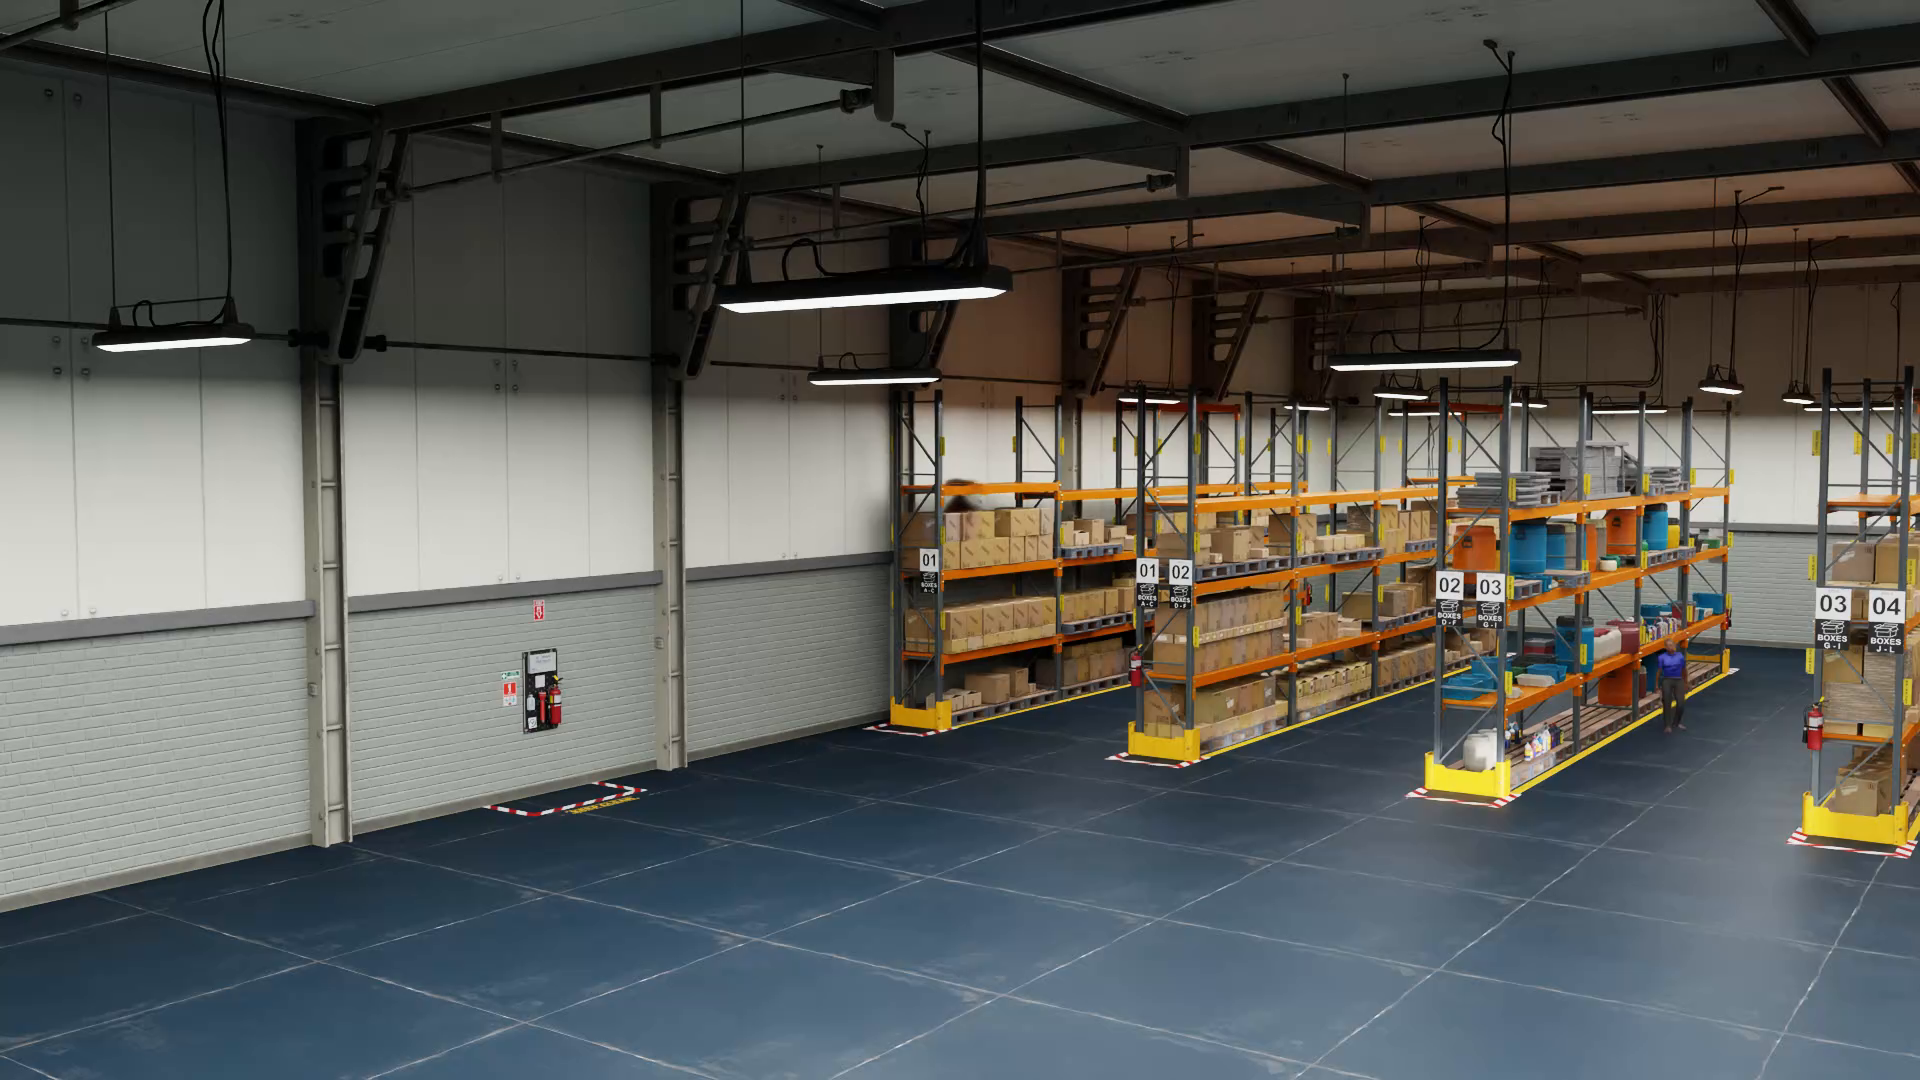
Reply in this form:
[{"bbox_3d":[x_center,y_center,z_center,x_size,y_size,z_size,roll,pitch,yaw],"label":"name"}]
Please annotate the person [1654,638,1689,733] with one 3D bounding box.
[{"bbox_3d":[12.472,2.543,29.140,0.575,1.659,0.392,1,3,19],"label":"person"}]
